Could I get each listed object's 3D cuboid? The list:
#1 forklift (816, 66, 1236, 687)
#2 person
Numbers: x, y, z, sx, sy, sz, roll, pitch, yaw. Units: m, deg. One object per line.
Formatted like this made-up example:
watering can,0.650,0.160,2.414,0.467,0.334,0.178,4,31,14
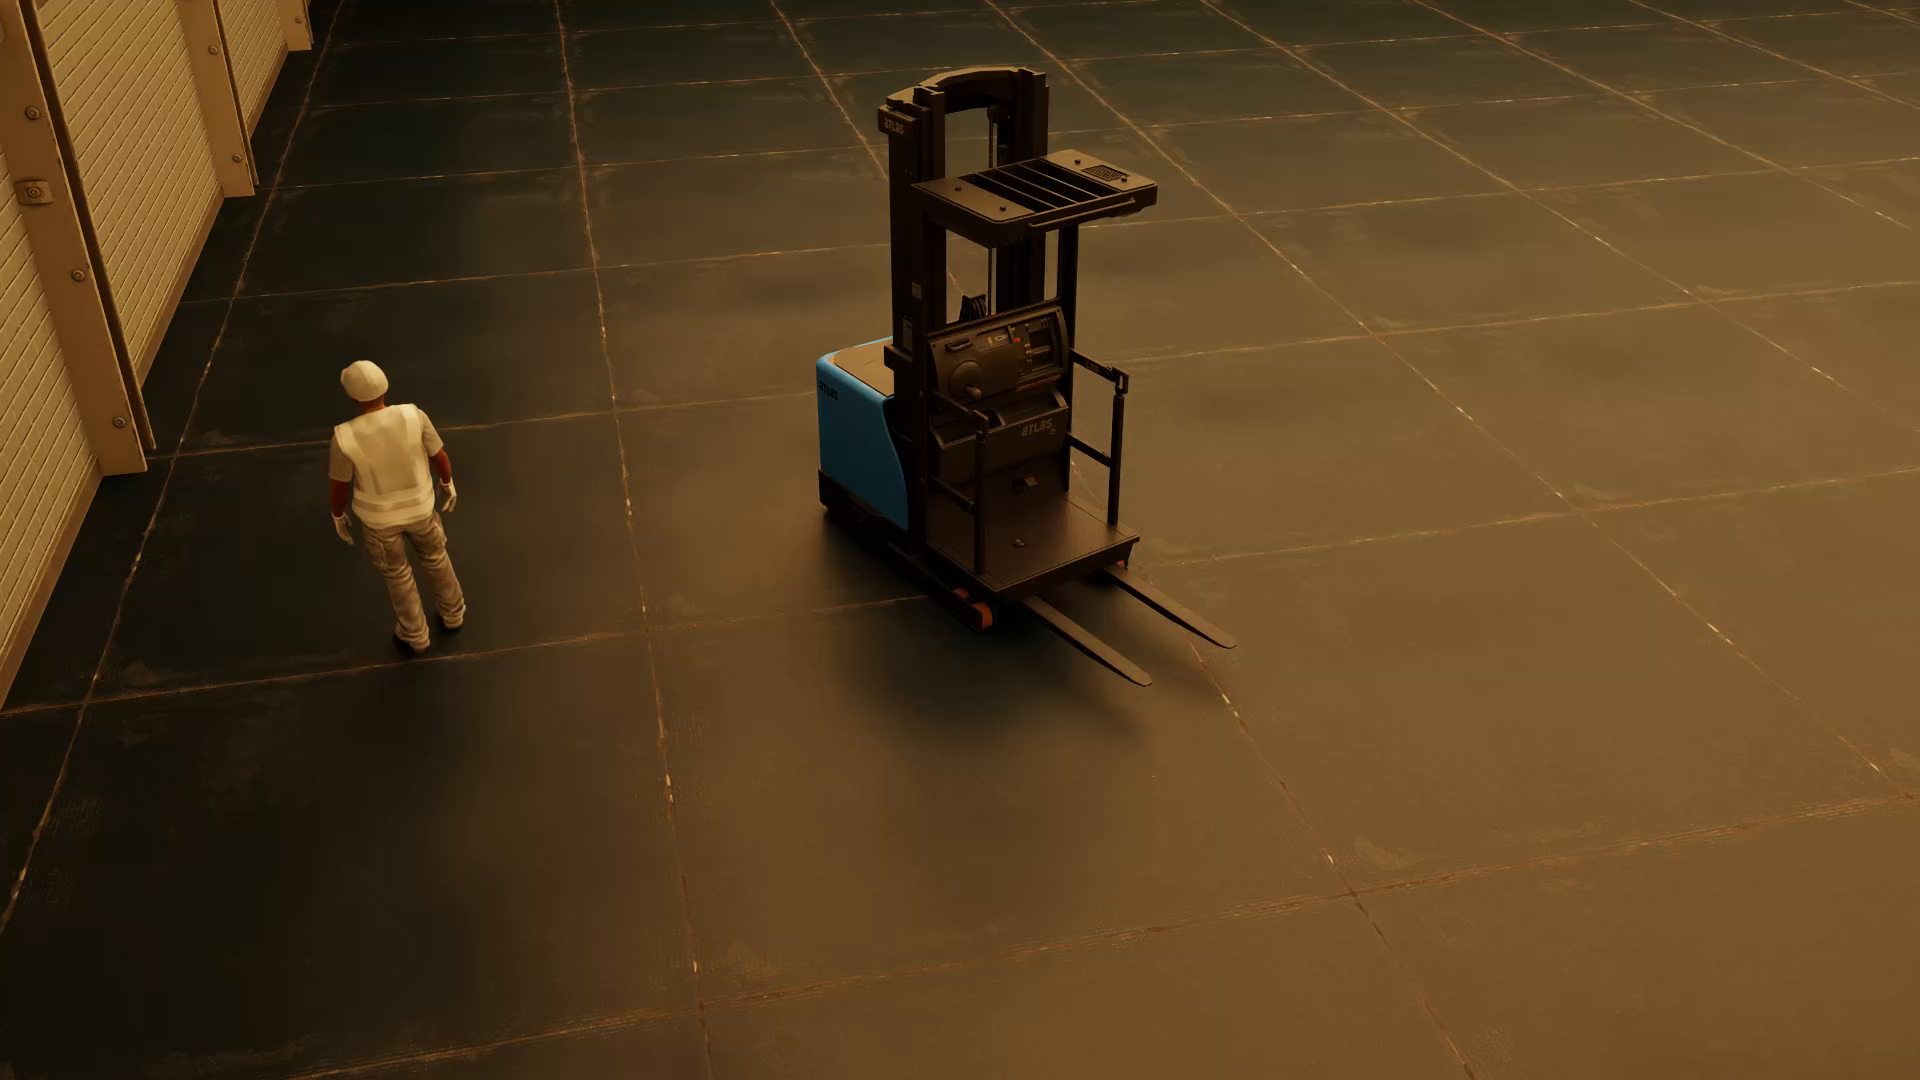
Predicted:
forklift,0.355,-1.021,9.338,1.130,2.935,3.031,-20,35,-30
person,-3.094,-0.209,9.069,0.659,1.783,0.578,-17,34,-26
